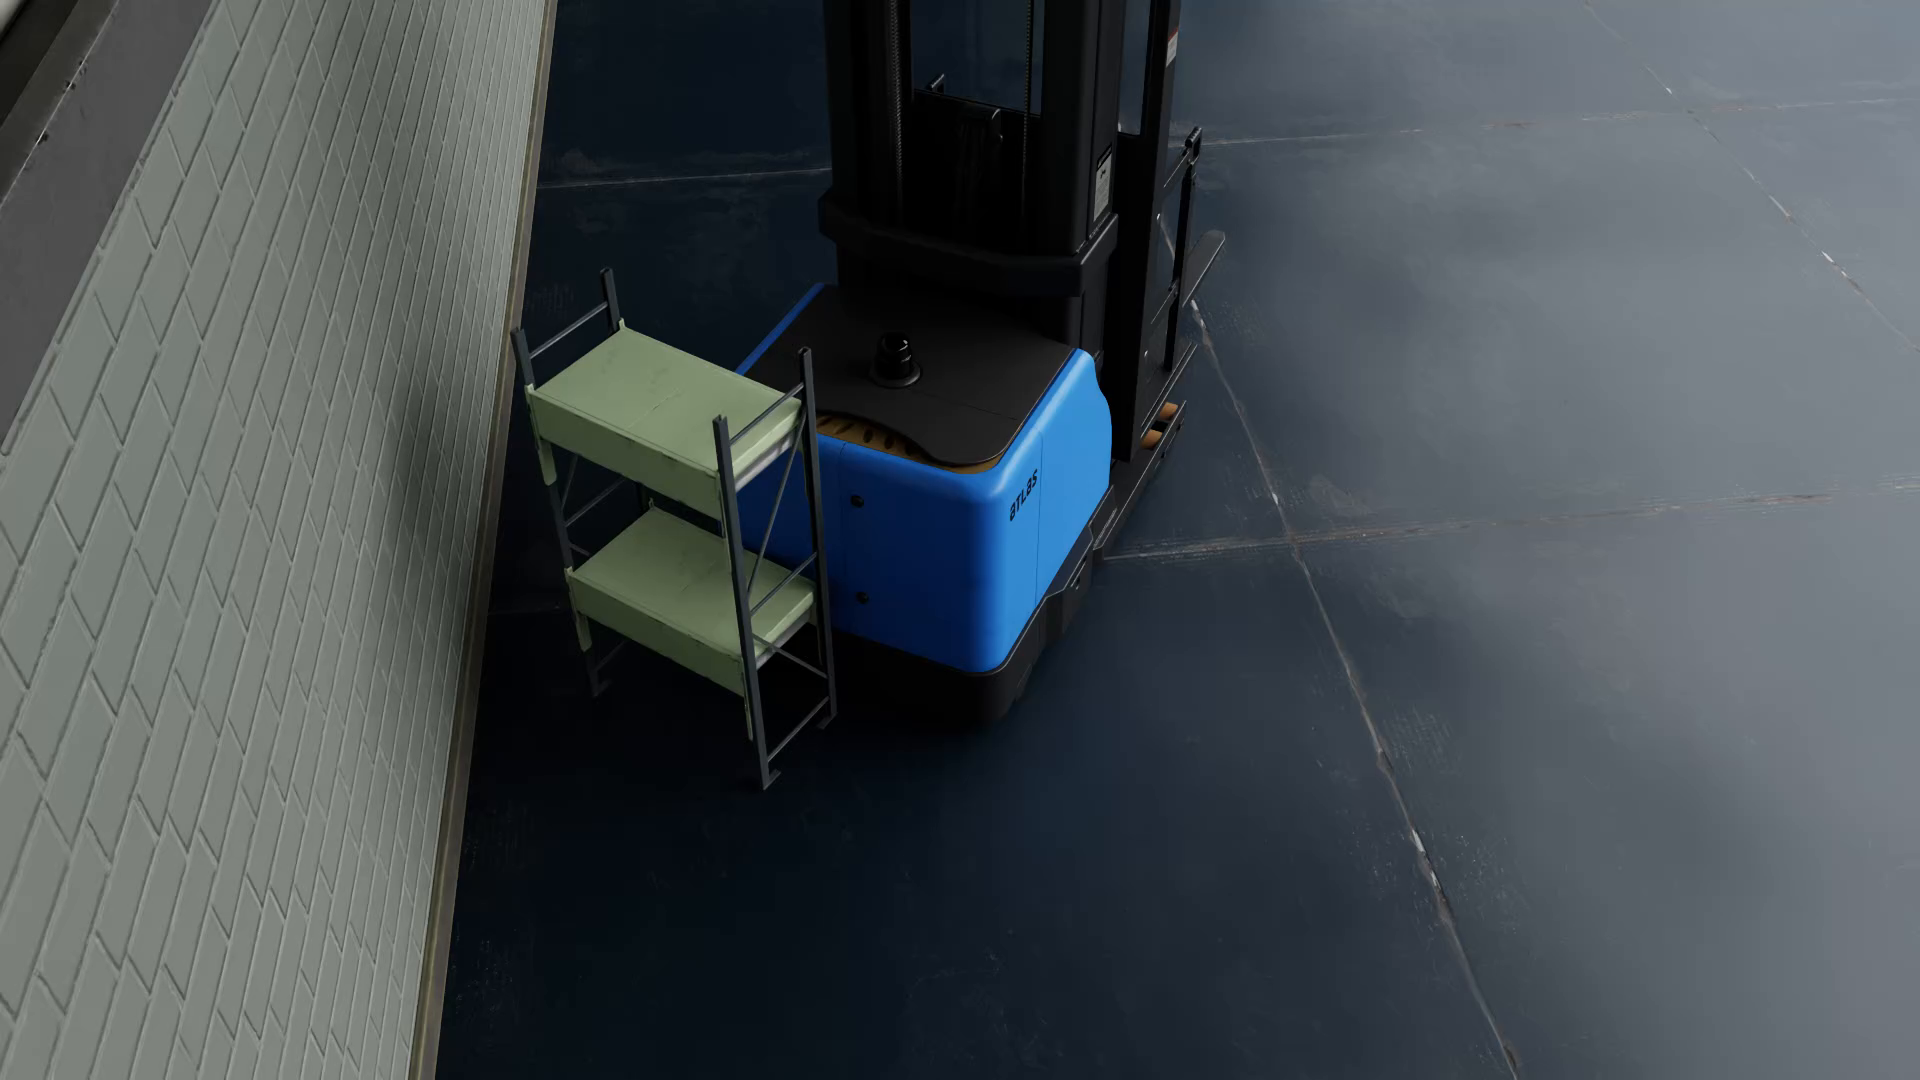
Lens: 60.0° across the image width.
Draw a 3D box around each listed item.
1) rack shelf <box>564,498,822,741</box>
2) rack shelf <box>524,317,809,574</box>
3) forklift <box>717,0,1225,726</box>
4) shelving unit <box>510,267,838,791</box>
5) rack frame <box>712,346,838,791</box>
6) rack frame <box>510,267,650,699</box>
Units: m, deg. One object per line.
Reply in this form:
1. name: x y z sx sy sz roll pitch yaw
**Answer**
1. rack shelf: -0.837 0.244 5.347 0.720 0.370 0.431 24 47 24
2. rack shelf: -0.837 -0.288 4.867 0.720 0.370 0.431 24 47 24
3. forklift: 0.256 -1.468 5.689 1.130 2.935 3.031 17 45 18
4. shelving unit: -0.837 0.001 5.129 0.755 1.500 0.431 24 47 24
5. rack frame: -0.531 0.136 4.979 0.023 1.500 0.400 24 47 24
6. rack frame: -1.143 -0.133 5.278 0.023 1.500 0.400 24 47 24
